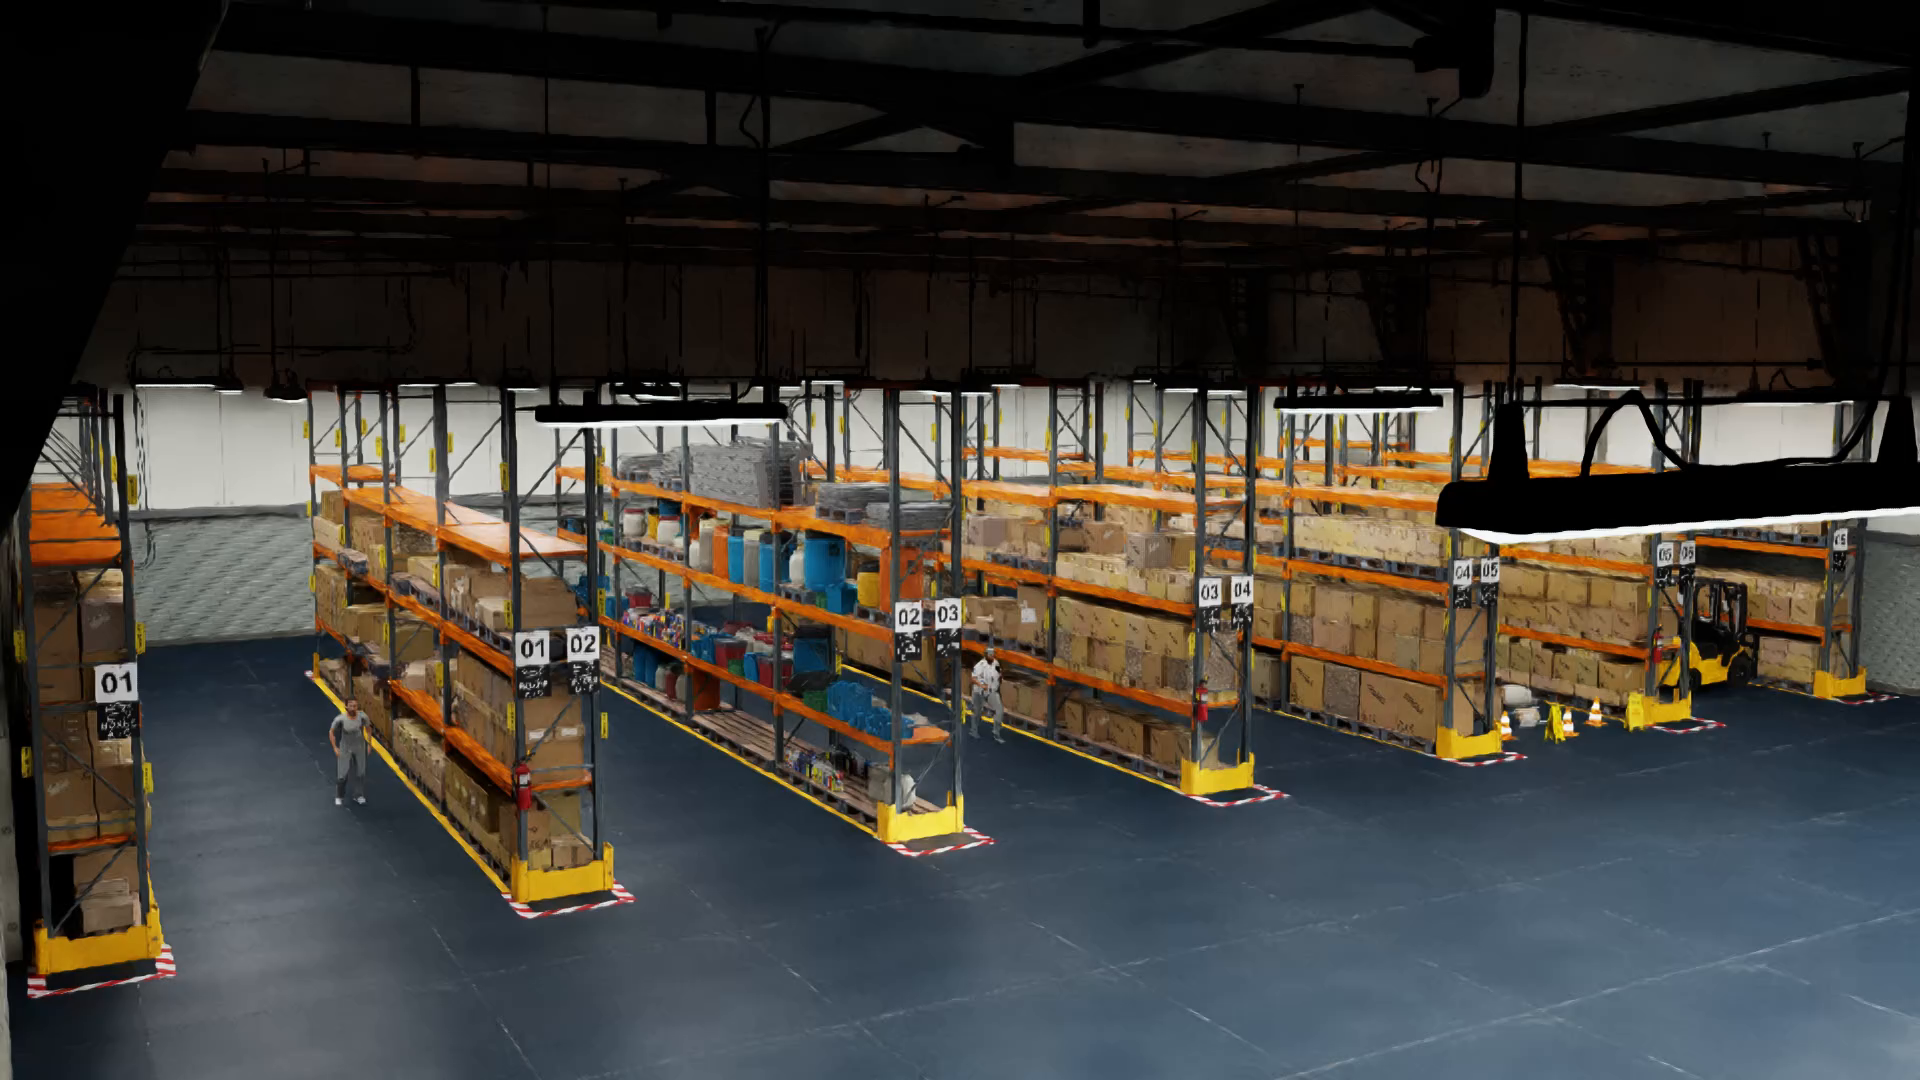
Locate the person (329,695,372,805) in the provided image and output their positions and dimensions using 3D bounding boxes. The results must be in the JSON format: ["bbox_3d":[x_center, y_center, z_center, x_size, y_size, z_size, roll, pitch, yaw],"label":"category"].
[{"bbox_3d":[-8.719,3.003,23.823,0.580,1.618,0.507,-4,7,-31],"label":"person"}]

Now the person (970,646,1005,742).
[{"bbox_3d":[0.456,2.567,27.979,0.630,1.604,0.804,-3,7,-23],"label":"person"}]
